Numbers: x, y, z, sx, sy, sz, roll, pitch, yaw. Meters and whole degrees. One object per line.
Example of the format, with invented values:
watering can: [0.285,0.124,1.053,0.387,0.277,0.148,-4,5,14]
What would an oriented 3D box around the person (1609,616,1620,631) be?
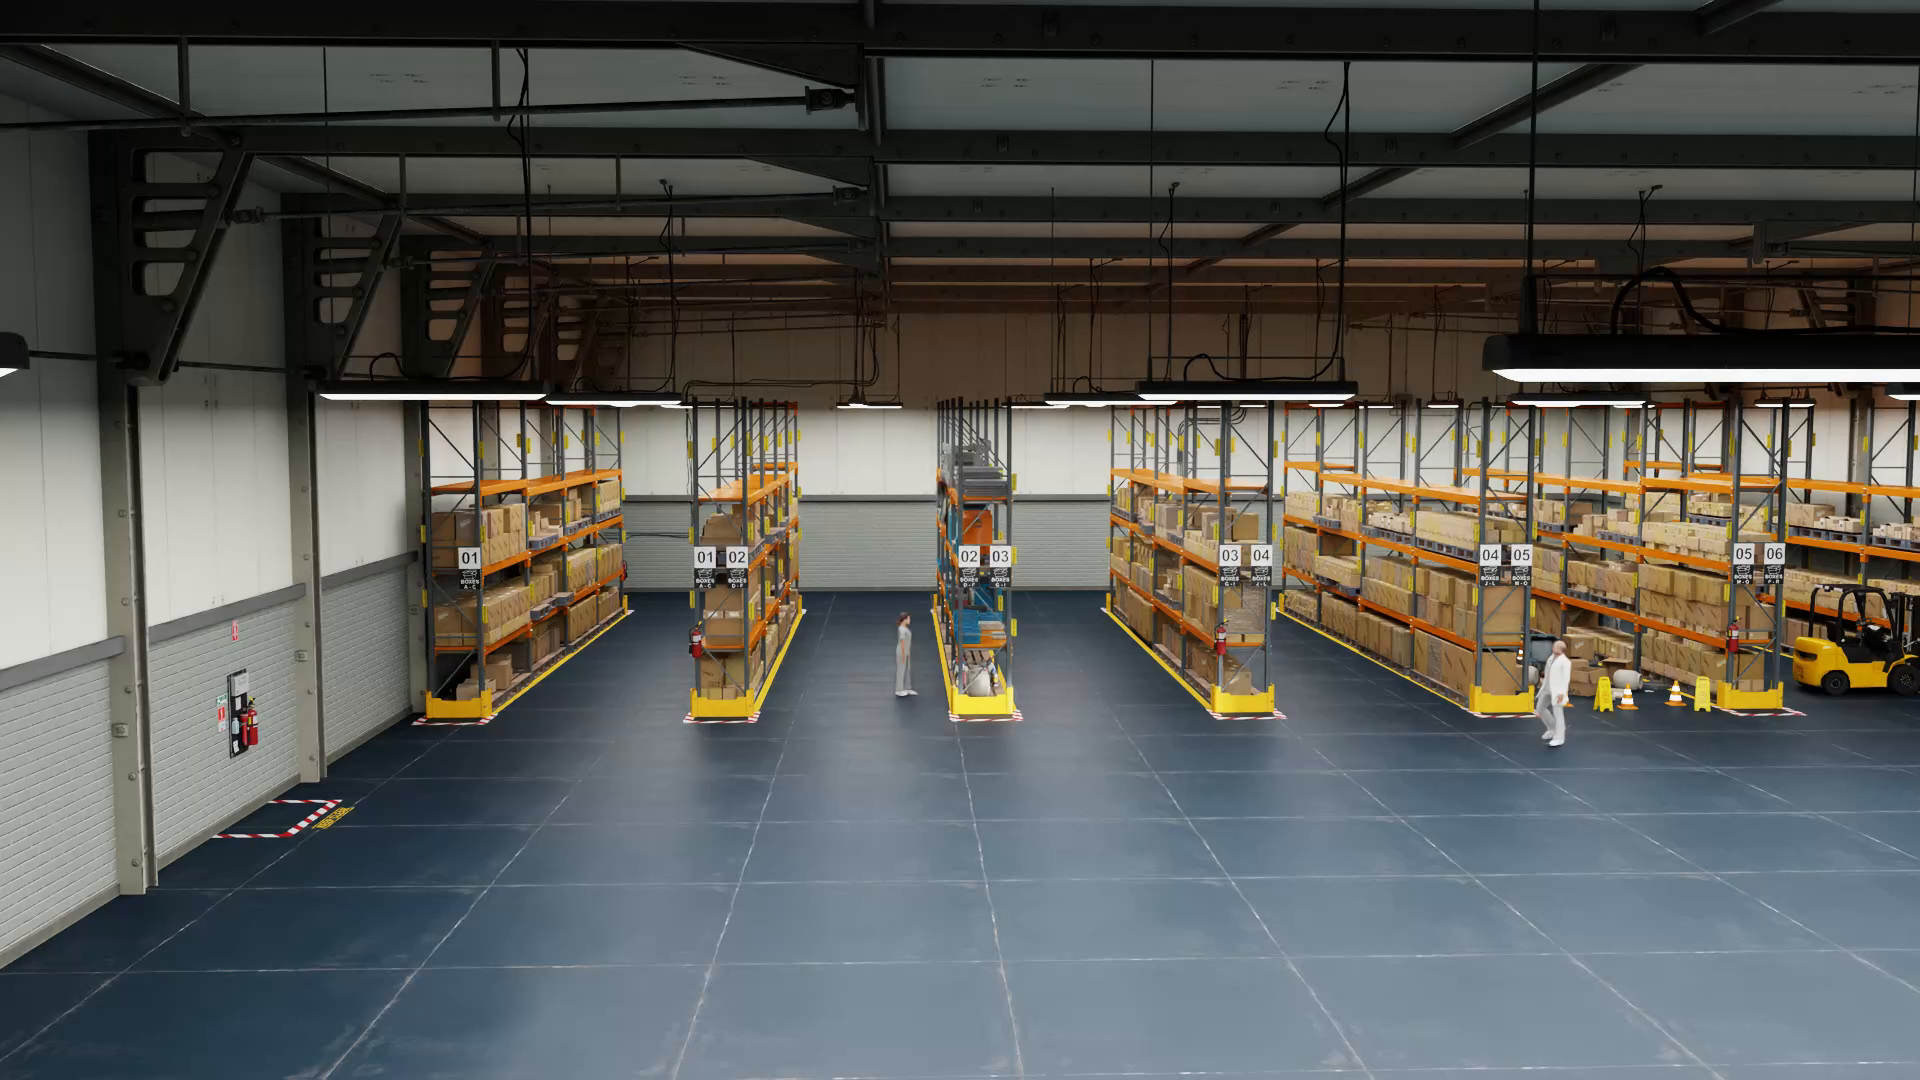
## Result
person: [16.778,1.587,42.752,0.421,1.689,0.508,2,5,21]

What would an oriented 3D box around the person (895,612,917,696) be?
person: [-1.100,2.299,33.519,0.425,1.691,0.462,0,4,4]

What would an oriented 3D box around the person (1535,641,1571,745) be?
person: [10.239,2.611,28.661,0.561,1.780,0.654,-2,5,-25]

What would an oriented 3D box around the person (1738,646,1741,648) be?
person: [16.833,2.078,36.310,0.613,1.694,0.914,-4,6,-42]
